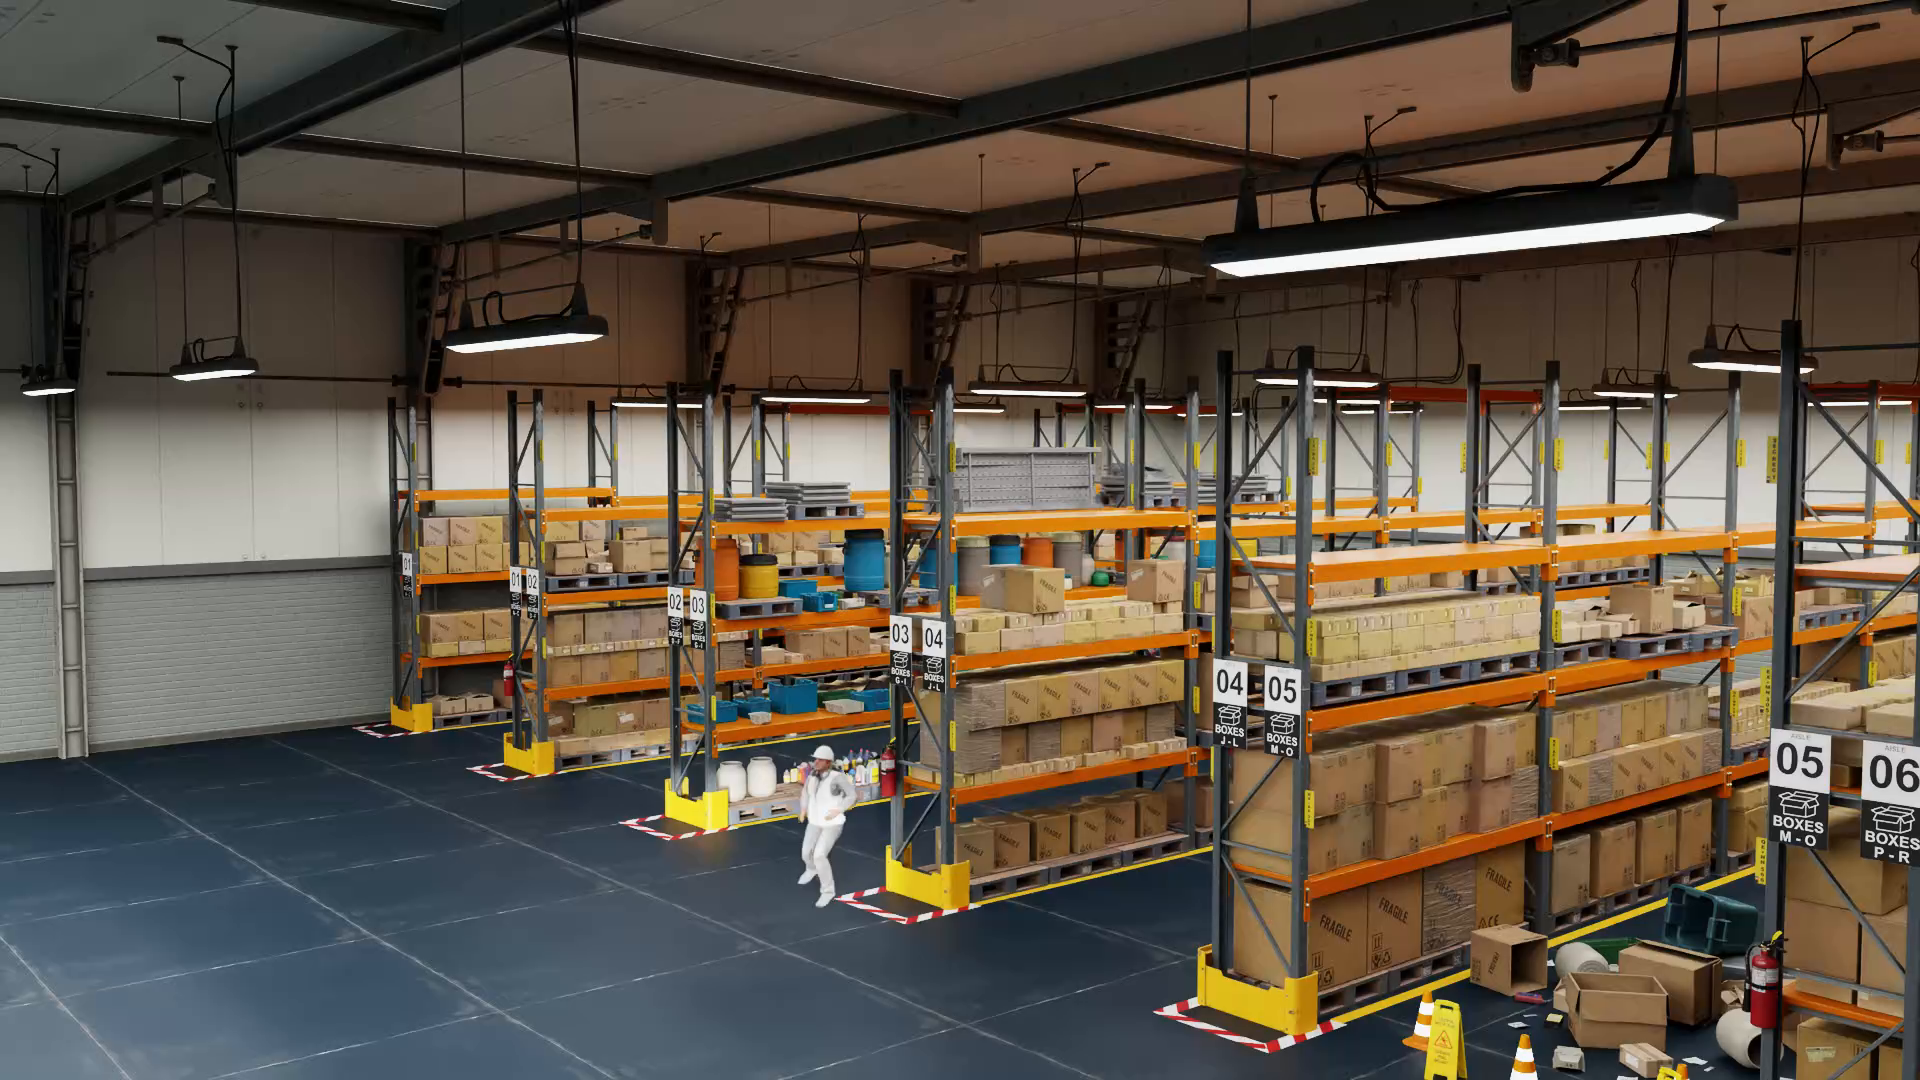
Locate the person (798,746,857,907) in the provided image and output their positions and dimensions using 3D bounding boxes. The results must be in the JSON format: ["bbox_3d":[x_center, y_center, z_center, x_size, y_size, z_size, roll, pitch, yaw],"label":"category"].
[{"bbox_3d":[-1.579,3.207,18.905,0.888,1.773,0.739,2,4,32],"label":"person"}]

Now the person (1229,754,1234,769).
[{"bbox_3d":[4.201,2.859,26.131,0.516,1.554,0.529,3,4,41],"label":"person"}]
